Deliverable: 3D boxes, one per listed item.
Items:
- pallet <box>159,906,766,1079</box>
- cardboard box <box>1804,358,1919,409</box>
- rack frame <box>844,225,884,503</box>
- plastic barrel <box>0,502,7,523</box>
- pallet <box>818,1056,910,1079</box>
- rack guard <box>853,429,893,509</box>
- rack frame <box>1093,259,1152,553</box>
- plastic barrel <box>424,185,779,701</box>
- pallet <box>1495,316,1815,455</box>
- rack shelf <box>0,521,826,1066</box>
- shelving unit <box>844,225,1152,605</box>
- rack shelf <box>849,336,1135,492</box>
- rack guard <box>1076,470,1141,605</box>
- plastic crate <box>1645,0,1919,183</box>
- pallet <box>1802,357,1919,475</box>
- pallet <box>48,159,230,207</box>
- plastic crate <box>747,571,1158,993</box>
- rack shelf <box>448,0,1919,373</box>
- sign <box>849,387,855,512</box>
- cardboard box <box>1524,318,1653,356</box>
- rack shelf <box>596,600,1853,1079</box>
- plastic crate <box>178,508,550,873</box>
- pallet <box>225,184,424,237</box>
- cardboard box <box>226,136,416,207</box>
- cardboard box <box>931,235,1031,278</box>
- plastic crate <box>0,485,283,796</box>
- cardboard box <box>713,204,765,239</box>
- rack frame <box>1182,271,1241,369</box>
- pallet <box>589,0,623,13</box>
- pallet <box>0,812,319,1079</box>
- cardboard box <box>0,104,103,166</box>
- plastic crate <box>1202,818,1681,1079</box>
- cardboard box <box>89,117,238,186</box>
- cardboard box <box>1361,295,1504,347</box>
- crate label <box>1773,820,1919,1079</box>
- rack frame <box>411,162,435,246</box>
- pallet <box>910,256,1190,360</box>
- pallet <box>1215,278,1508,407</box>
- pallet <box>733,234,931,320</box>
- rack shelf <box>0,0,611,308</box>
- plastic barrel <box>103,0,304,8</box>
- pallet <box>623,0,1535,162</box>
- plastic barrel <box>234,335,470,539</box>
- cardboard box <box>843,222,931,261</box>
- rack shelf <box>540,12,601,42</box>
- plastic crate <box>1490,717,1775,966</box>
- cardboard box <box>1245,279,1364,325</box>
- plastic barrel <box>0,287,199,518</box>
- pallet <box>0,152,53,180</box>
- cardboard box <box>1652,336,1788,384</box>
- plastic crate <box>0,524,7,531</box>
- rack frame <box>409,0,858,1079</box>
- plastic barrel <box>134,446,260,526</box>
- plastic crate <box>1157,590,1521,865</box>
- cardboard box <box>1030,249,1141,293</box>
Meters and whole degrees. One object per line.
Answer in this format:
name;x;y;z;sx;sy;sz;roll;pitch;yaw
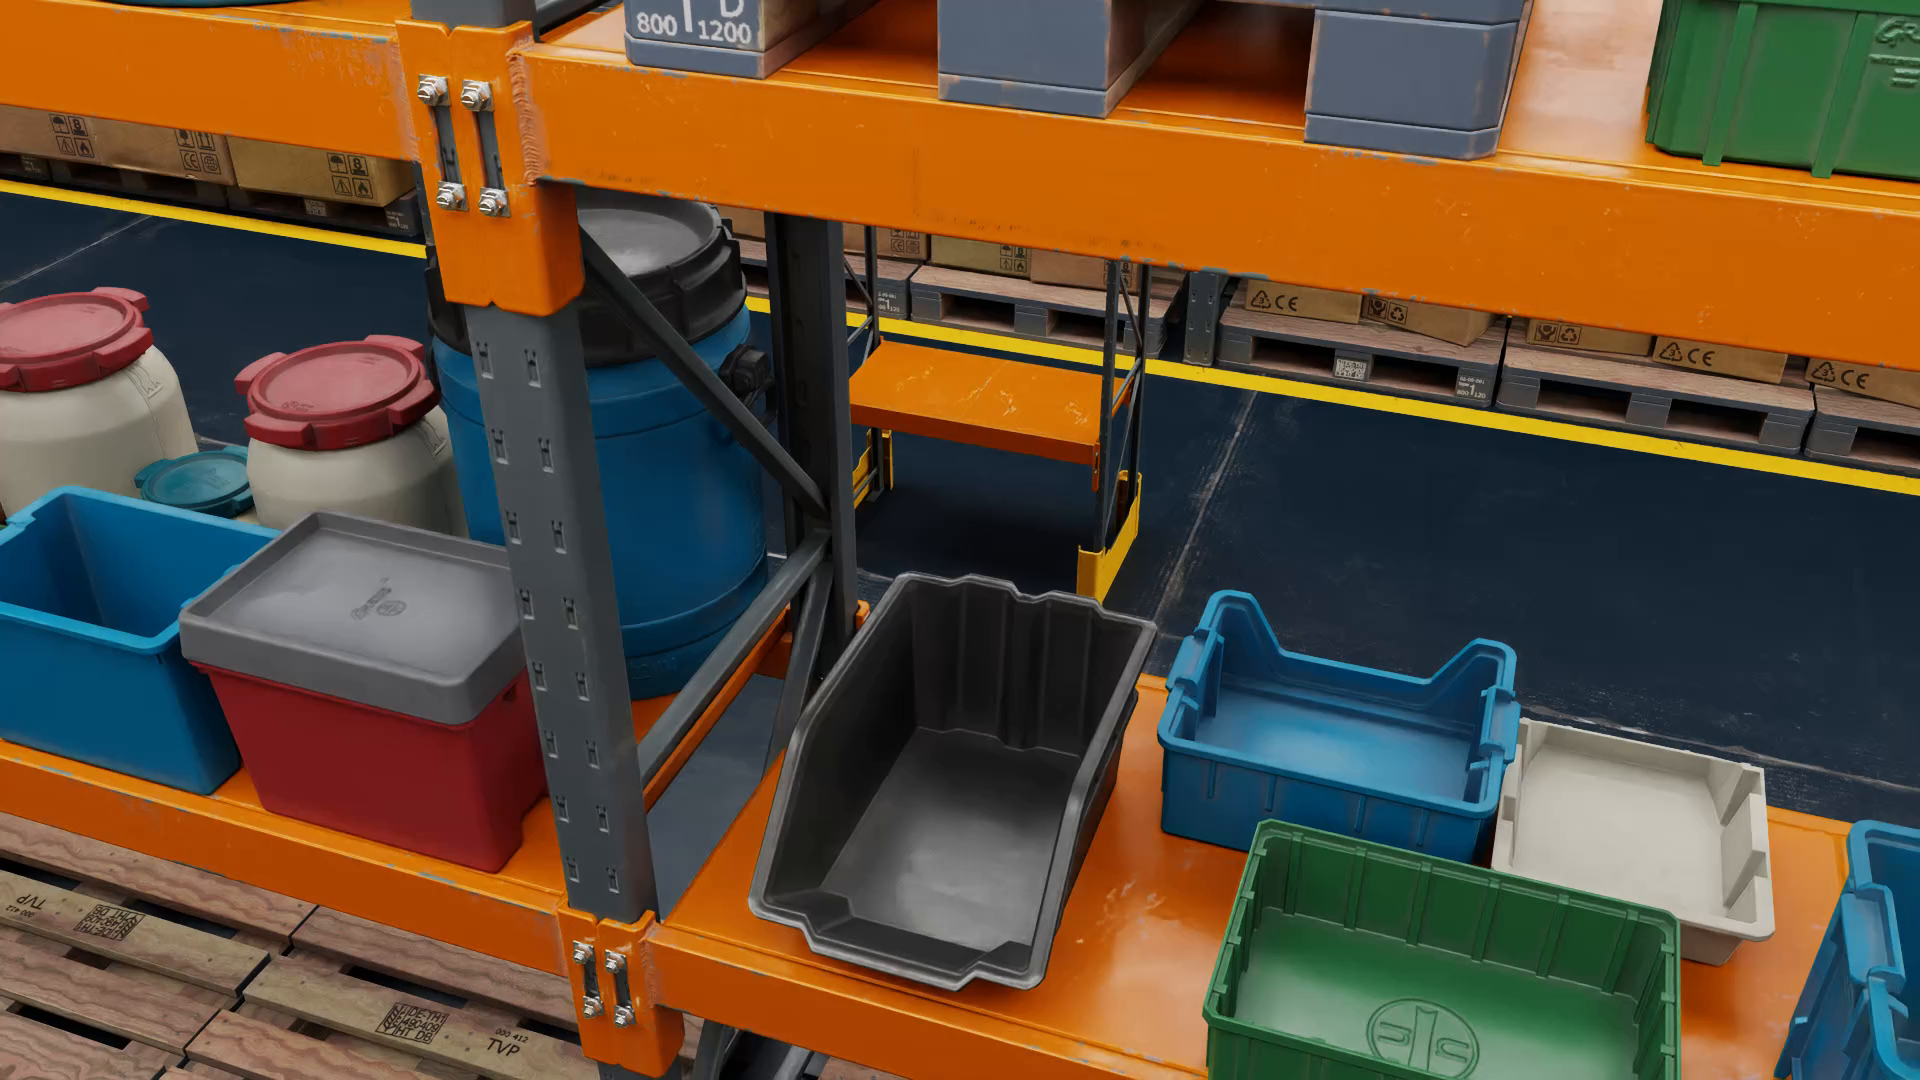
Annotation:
pallet;-1.195;1.283;4.068;1.213;0.211;1.003;11;34;16
cardboard box;3.837;-0.903;6.800;0.500;0.500;0.500;21;38;29
rack frame;-0.398;-0.707;5.963;0.032;1.500;0.500;11;34;16
plastic barrel;-2.368;-0.322;3.858;0.433;0.535;0.433;0;33;0
pallet;0.175;1.551;3.653;1.213;0.211;1.003;11;34;16
rack guard;-0.397;-0.182;6.302;0.087;0.250;0.587;11;34;16
rack frame;0.559;-0.521;5.675;0.032;1.500;0.500;11;34;16
plastic barrel;-0.705;-0.200;3.333;0.708;0.901;0.600;11;34;16
pallet;3.024;-0.795;7.286;1.213;0.211;1.003;11;34;16
rack shelf;-2.326;0.172;3.882;4.000;0.370;1.077;11;34;16
shelving unit;0.072;-0.616;5.822;1.083;1.500;0.587;11;34;16
rack shelf;0.080;-0.463;5.917;1.000;0.185;0.538;11;34;16
rack guard;0.541;0.000;6.019;0.087;0.250;0.587;11;34;16
plastic crate;0.950;-0.508;1.701;0.450;0.188;0.336;11;34;16
pallet;4.169;-0.571;6.939;1.213;0.211;1.003;11;34;16
pallet;-4.399;-2.261;9.557;1.213;0.211;1.003;11;34;16
plastic crate;0.007;0.422;2.888;0.504;0.338;0.767;11;34;16
rack shelf;1.440;-0.356;1.934;4.000;0.370;1.077;11;34;16
sign;-0.247;-0.160;3.477;0.005;0.325;0.100;11;34;16
cardboard box;2.744;-1.152;7.186;0.500;0.500;0.500;8;34;12
rack shelf;1.440;0.904;2.748;4.000;0.370;1.077;11;34;16
plastic crate;-1.002;0.276;2.998;0.583;0.464;0.402;11;34;16
pallet;-3.254;-2.037;9.210;1.213;0.211;1.003;11;34;16
cardboard box;-3.180;-2.446;8.845;0.875;0.875;1.225;9;34;14
cardboard box;0.214;-1.648;7.937;0.500;0.500;0.700;11;34;16
plastic crate;-1.586;0.199;3.191;0.575;0.384;0.392;11;34;16
cardboard box;-0.838;-1.853;8.253;0.500;0.500;0.700;14;35;20
rack frame;1.228;-2.293;7.037;0.127;3.000;1.000;11;34;16
pallet;-1.831;-2.869;8.105;1.003;0.211;1.213;11;34;16
pallet;-2.348;1.061;4.412;1.213;0.211;1.003;11;34;16
cardboard box;-4.852;-2.771;9.348;0.875;0.875;1.225;10;34;15
plastic crate;0.740;0.717;2.569;0.662;0.188;0.450;11;34;16
cardboard box;-4.017;-2.613;9.104;0.875;0.875;1.225;11;34;17
cardboard box;2.133;-1.225;7.300;0.500;0.500;0.500;23;39;31
crate label;1.499;0.754;2.284;0.616;0.435;0.502;11;34;16
rack frame;-2.538;-3.025;8.171;0.127;3.000;1.000;11;34;16
pallet;0.494;-1.264;8.013;1.213;0.211;1.003;11;34;16
pallet;1.872;-1.017;7.631;1.213;0.211;1.003;11;34;16
pallet;-0.658;-1.486;8.357;1.213;0.211;1.003;11;34;16
rack shelf;-2.326;-1.088;3.068;4.000;0.370;1.077;11;34;16
plastic barrel;-0.995;-1.217;2.143;0.708;0.901;0.600;11;34;16
pallet;0.269;-0.863;2.230;1.003;0.211;1.213;11;34;16
plastic barrel;-1.270;-0.109;3.527;0.433;0.535;0.433;0;33;0
cardboard box;-0.312;-1.751;8.095;0.500;0.500;0.700;8;34;12
rack shelf;-0.655;-2.357;7.799;4.000;0.370;1.077;11;34;16
plastic crate;1.171;0.514;2.931;0.437;0.136;0.530;11;34;16
cardboard box;1.591;-1.326;7.456;0.500;0.500;0.500;10;34;15
plastic barrel;-1.960;-0.243;3.735;0.433;0.535;0.433;0;33;0
pallet;-5.551;-2.483;9.901;1.213;0.211;1.003;11;34;16
cardboard box;3.254;-1.027;6.992;0.500;0.500;0.500;14;35;21
plastic crate;-2.178;0.150;3.448;0.662;0.188;0.450;11;34;16
rack frame;-0.443;0.236;3.120;0.127;3.000;1.000;11;34;16
plastic barrel;-1.637;-0.027;3.654;0.301;0.262;0.301;0;33;0
plastic crate;0.690;0.362;3.061;0.616;0.251;0.499;11;34;16
cardboard box;0.657;-1.552;7.787;0.500;0.500;0.700;8;34;13
